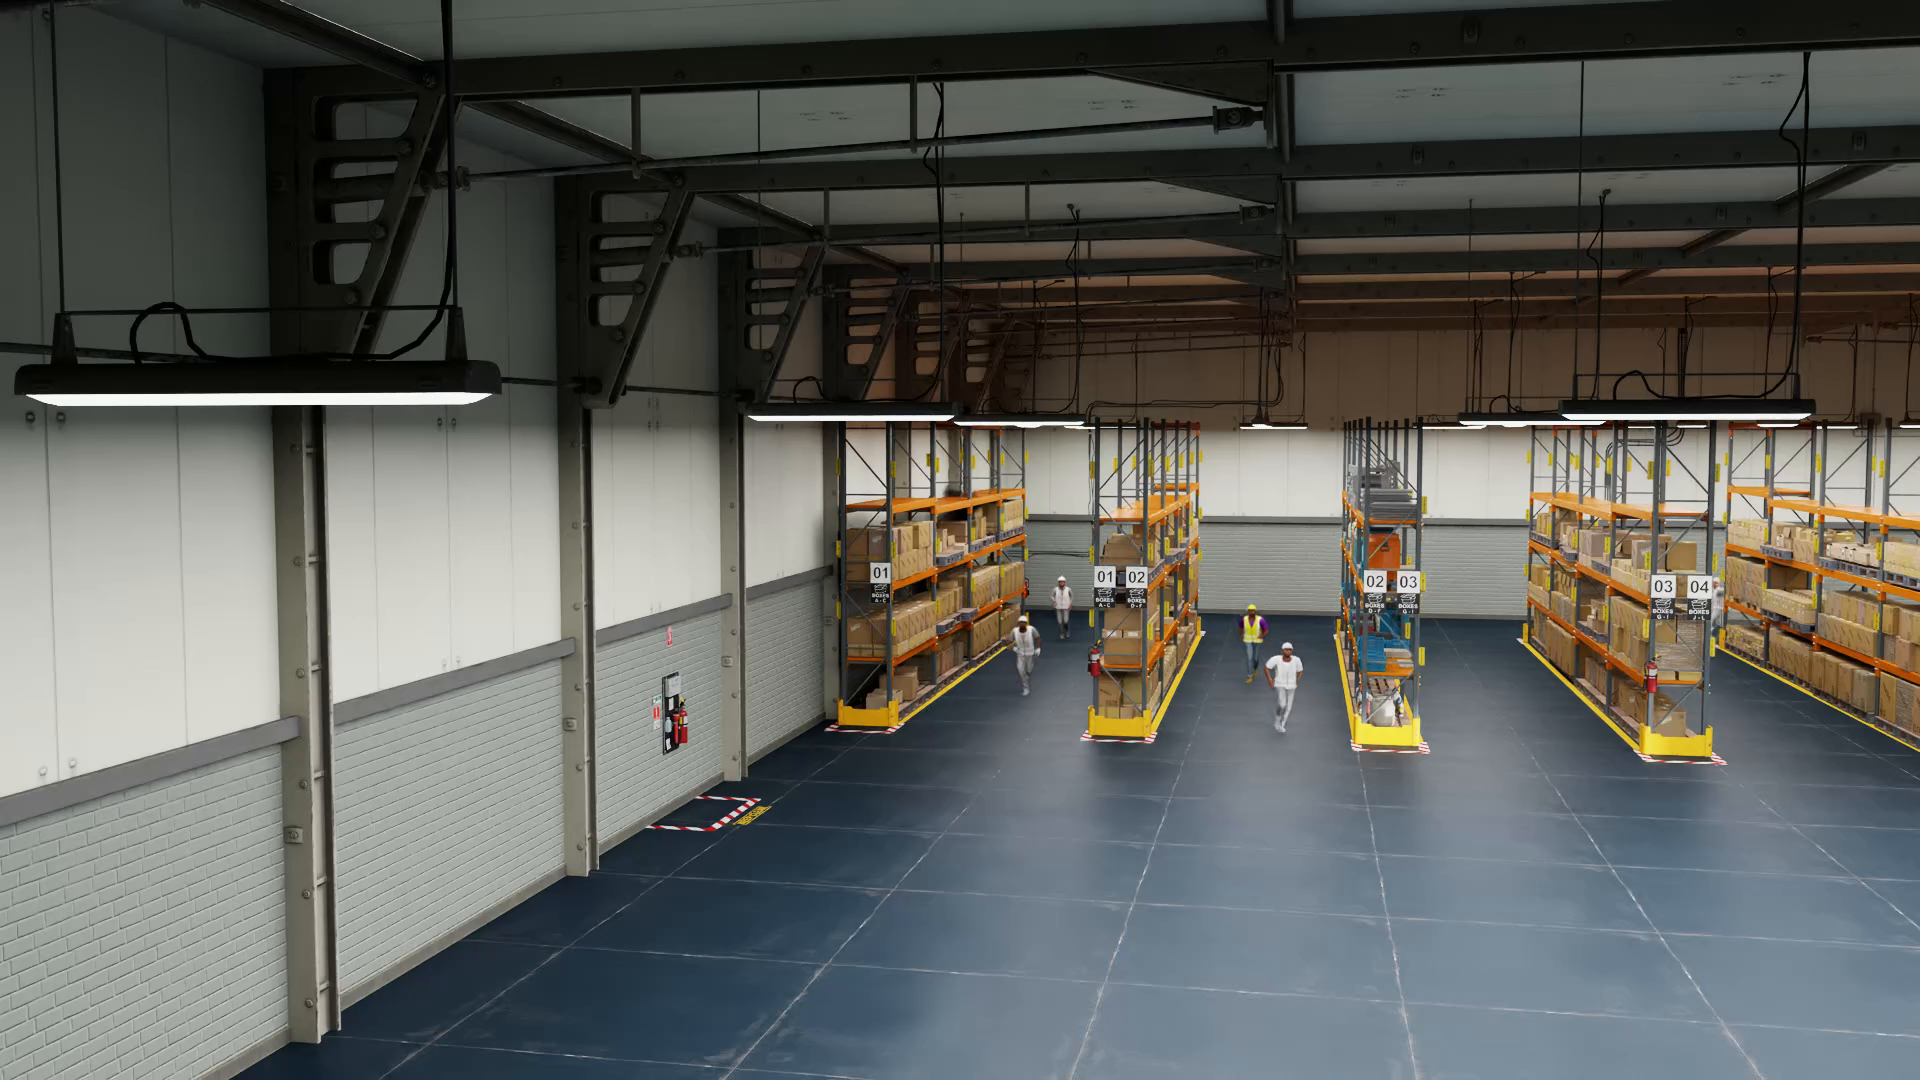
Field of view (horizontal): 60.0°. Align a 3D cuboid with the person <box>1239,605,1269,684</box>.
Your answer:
[{"bbox_3d":[6.713,2.353,38.058,0.686,1.773,0.886,1,4,12],"label":"person"}]

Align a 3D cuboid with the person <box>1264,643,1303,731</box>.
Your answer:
[{"bbox_3d":[6.183,2.800,31.588,0.696,1.717,0.638,0,4,-6],"label":"person"}]

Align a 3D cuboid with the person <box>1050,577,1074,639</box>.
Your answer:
[{"bbox_3d":[2.802,1.875,45.809,0.660,1.734,0.596,0,4,7],"label":"person"}]

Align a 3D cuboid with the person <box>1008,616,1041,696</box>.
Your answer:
[{"bbox_3d":[1.415,2.517,36.407,0.721,1.730,0.705,0,4,2],"label":"person"}]

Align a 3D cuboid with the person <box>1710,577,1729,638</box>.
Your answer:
[{"bbox_3d":[20.574,1.912,45.130,0.876,1.817,0.676,0,4,6],"label":"person"}]
